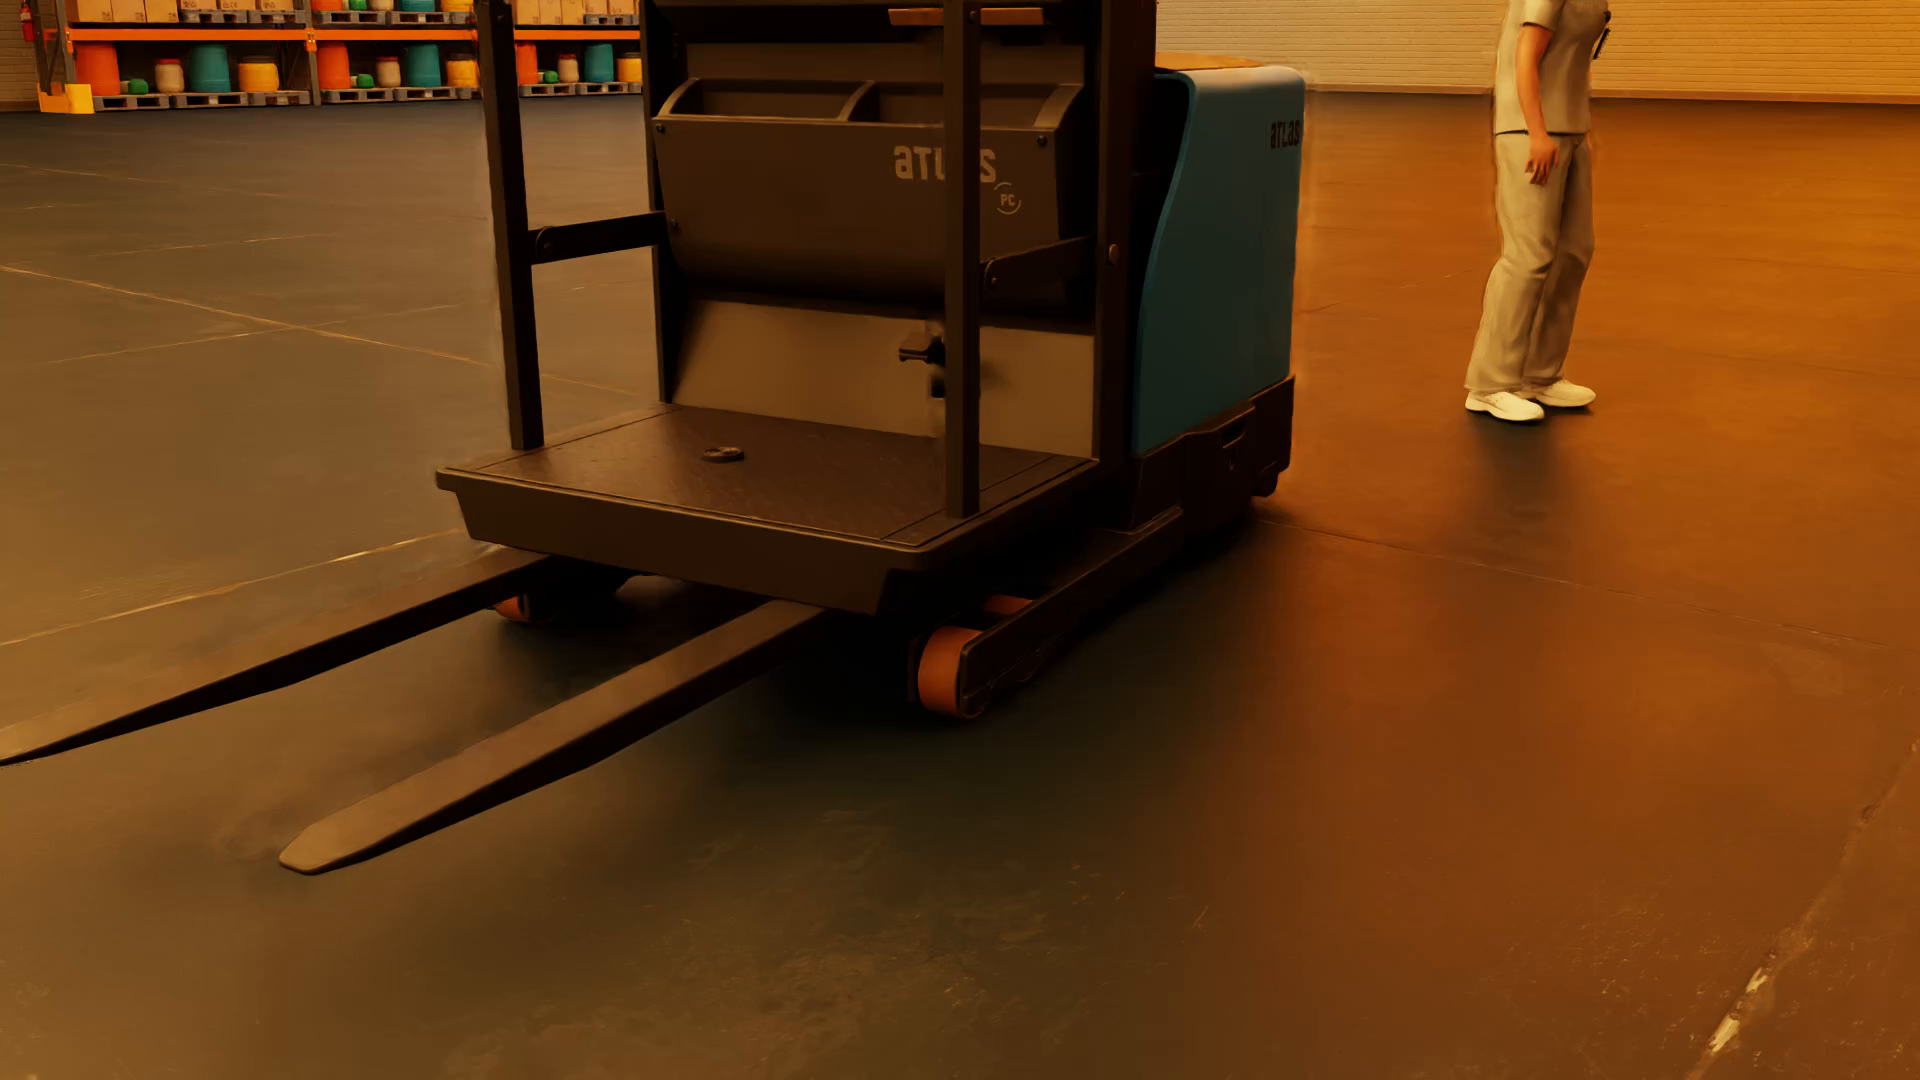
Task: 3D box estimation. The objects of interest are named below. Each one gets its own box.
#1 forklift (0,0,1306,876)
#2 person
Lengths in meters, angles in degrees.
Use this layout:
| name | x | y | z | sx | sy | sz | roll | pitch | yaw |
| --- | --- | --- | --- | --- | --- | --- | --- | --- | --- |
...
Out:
| name | x | y | z | sx | sy | sz | roll | pitch | yaw |
| --- | --- | --- | --- | --- | --- | --- | --- | --- | --- |
| forklift | -0.299 | -1.238 | 2.973 | 1.130 | 2.935 | 3.031 | 9 | 19 | 28 |
| person | 1.824 | -1.226 | 5.109 | 0.369 | 1.670 | 0.540 | 12 | 21 | 35 |
